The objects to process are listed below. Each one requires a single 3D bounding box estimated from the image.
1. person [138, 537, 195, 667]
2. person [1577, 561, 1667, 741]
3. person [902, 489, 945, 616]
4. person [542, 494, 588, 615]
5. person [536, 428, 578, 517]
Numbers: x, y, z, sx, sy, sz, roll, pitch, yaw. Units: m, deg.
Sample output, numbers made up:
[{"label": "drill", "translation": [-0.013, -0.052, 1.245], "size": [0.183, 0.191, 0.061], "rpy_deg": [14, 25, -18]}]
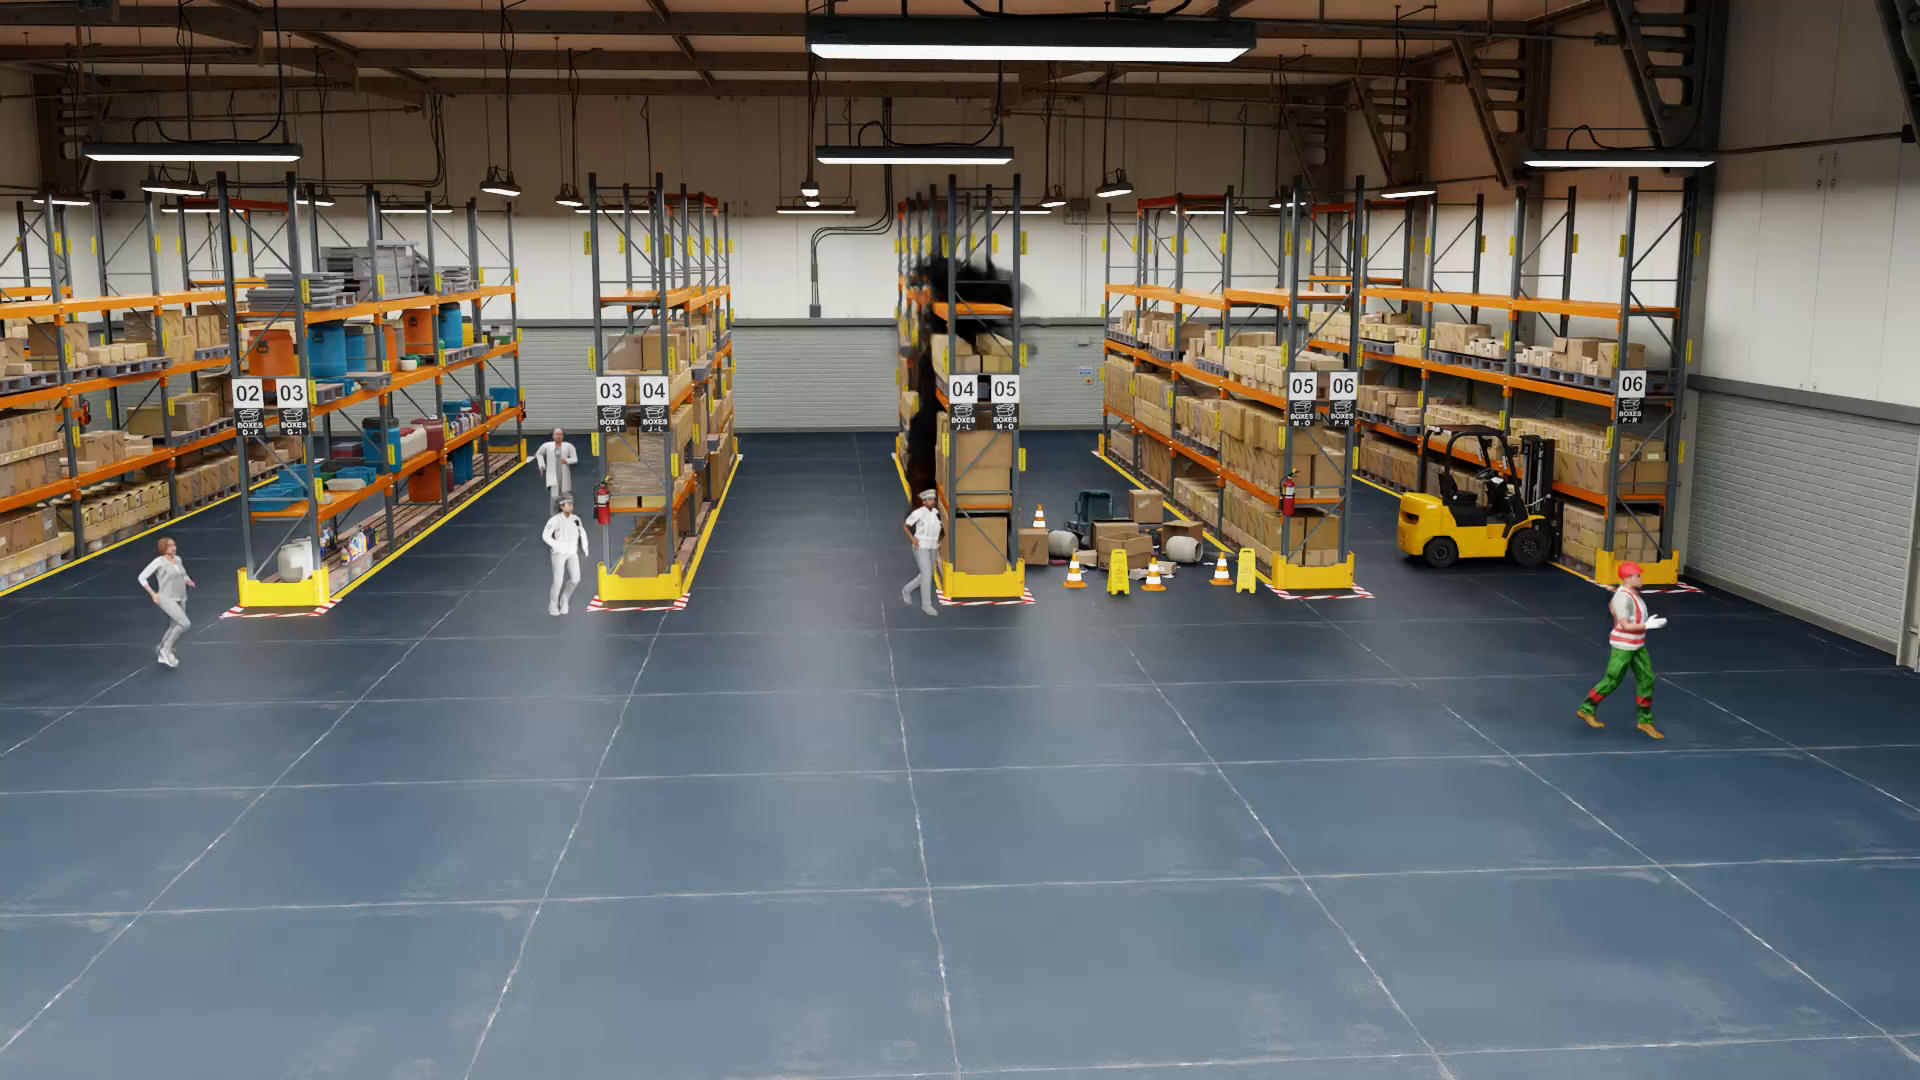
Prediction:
[{"label": "person", "translation": [-9.407, 0.739, 19.877], "size": [0.635, 1.563, 0.509], "rpy_deg": [2, 10, 14]}, {"label": "person", "translation": [6.849, 1.122, 17.110], "size": [0.855, 1.834, 0.654], "rpy_deg": [8, 13, 39]}, {"label": "person", "translation": [-0.478, 0.136, 22.925], "size": [0.763, 1.695, 0.677], "rpy_deg": [10, 14, 43]}, {"label": "person", "translation": [-5.377, 0.201, 22.801], "size": [0.688, 1.651, 0.540], "rpy_deg": [-7, 12, -35]}, {"label": "person", "translation": [-7.193, -1.093, 29.811], "size": [0.685, 1.814, 0.746], "rpy_deg": [-4, 11, -21]}]
